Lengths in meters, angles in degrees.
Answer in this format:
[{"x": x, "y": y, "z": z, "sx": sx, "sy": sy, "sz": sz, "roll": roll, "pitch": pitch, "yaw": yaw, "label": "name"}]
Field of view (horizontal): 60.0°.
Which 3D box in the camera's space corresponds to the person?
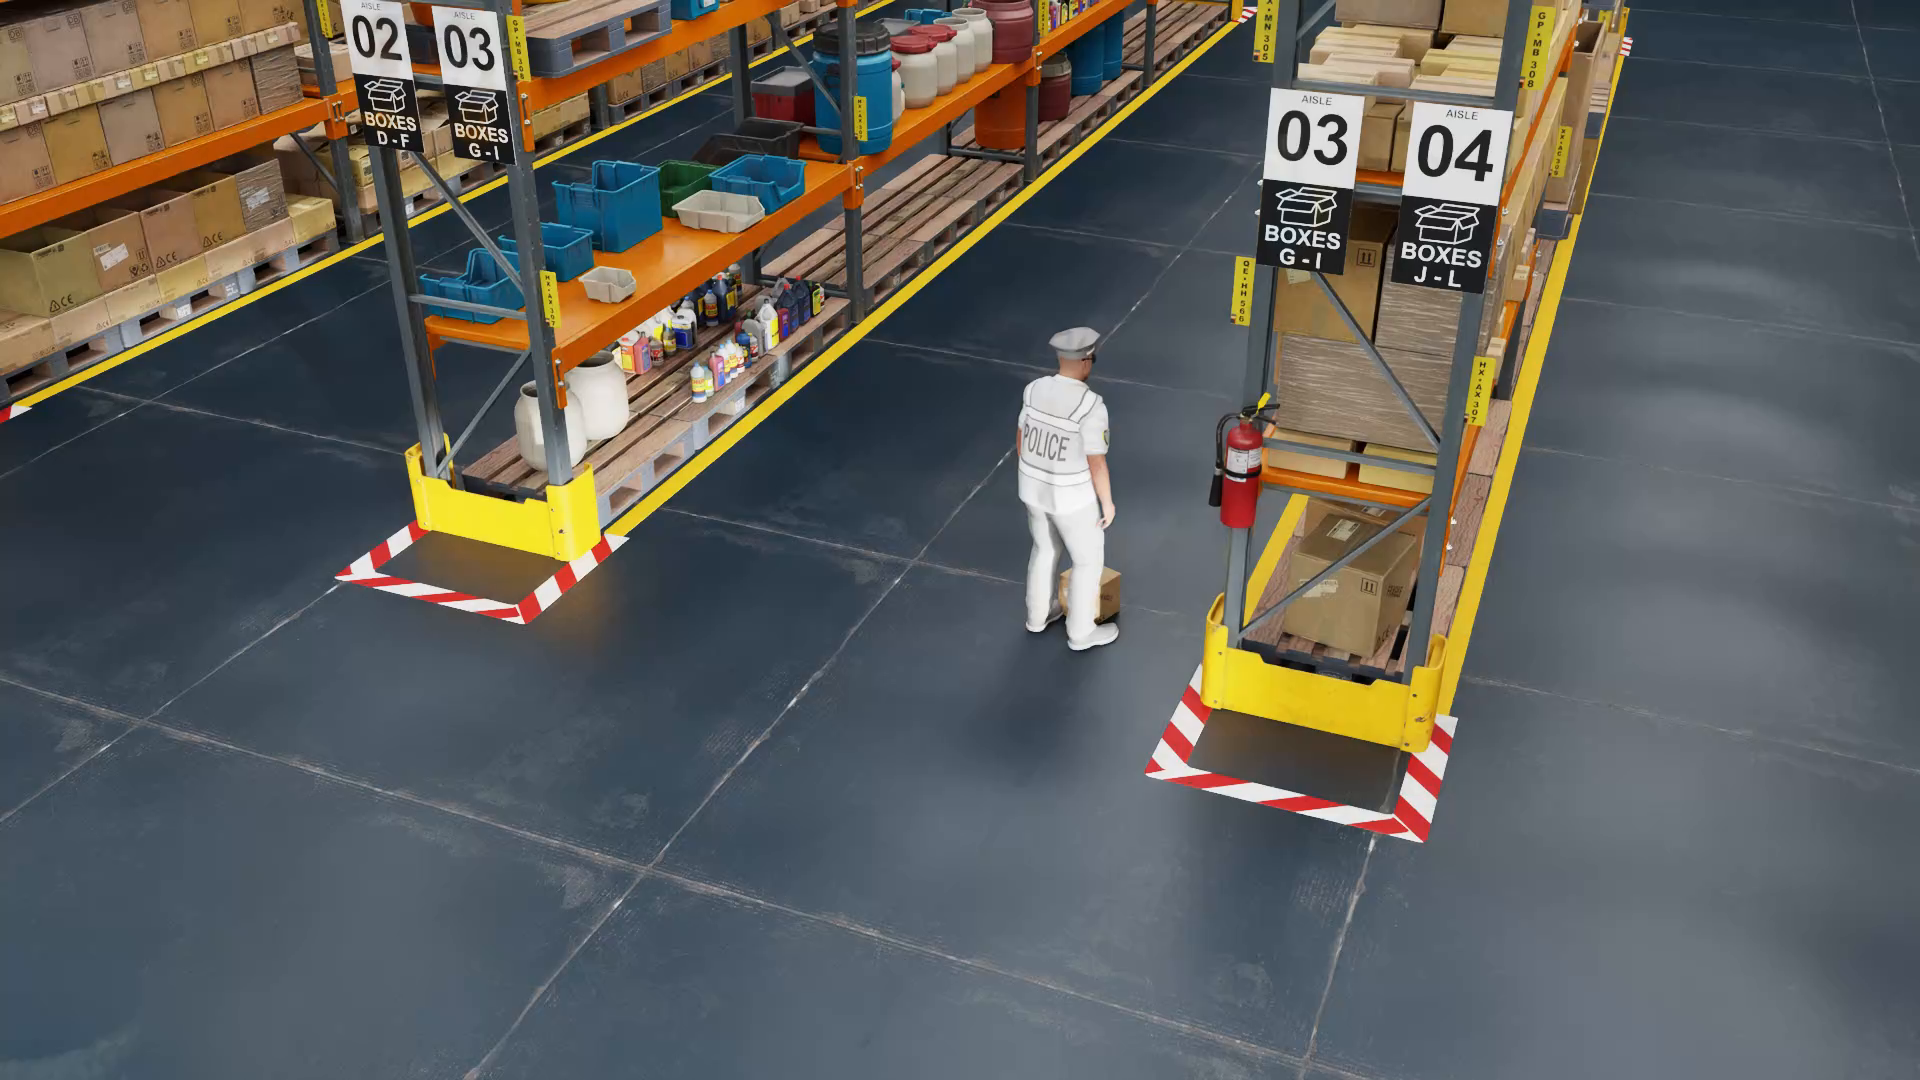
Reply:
[{"x": 0.550, "y": -0.255, "z": 8.843, "sx": 0.590, "sy": 1.748, "sz": 0.434, "roll": 24, "pitch": 37, "yaw": 36, "label": "person"}]
